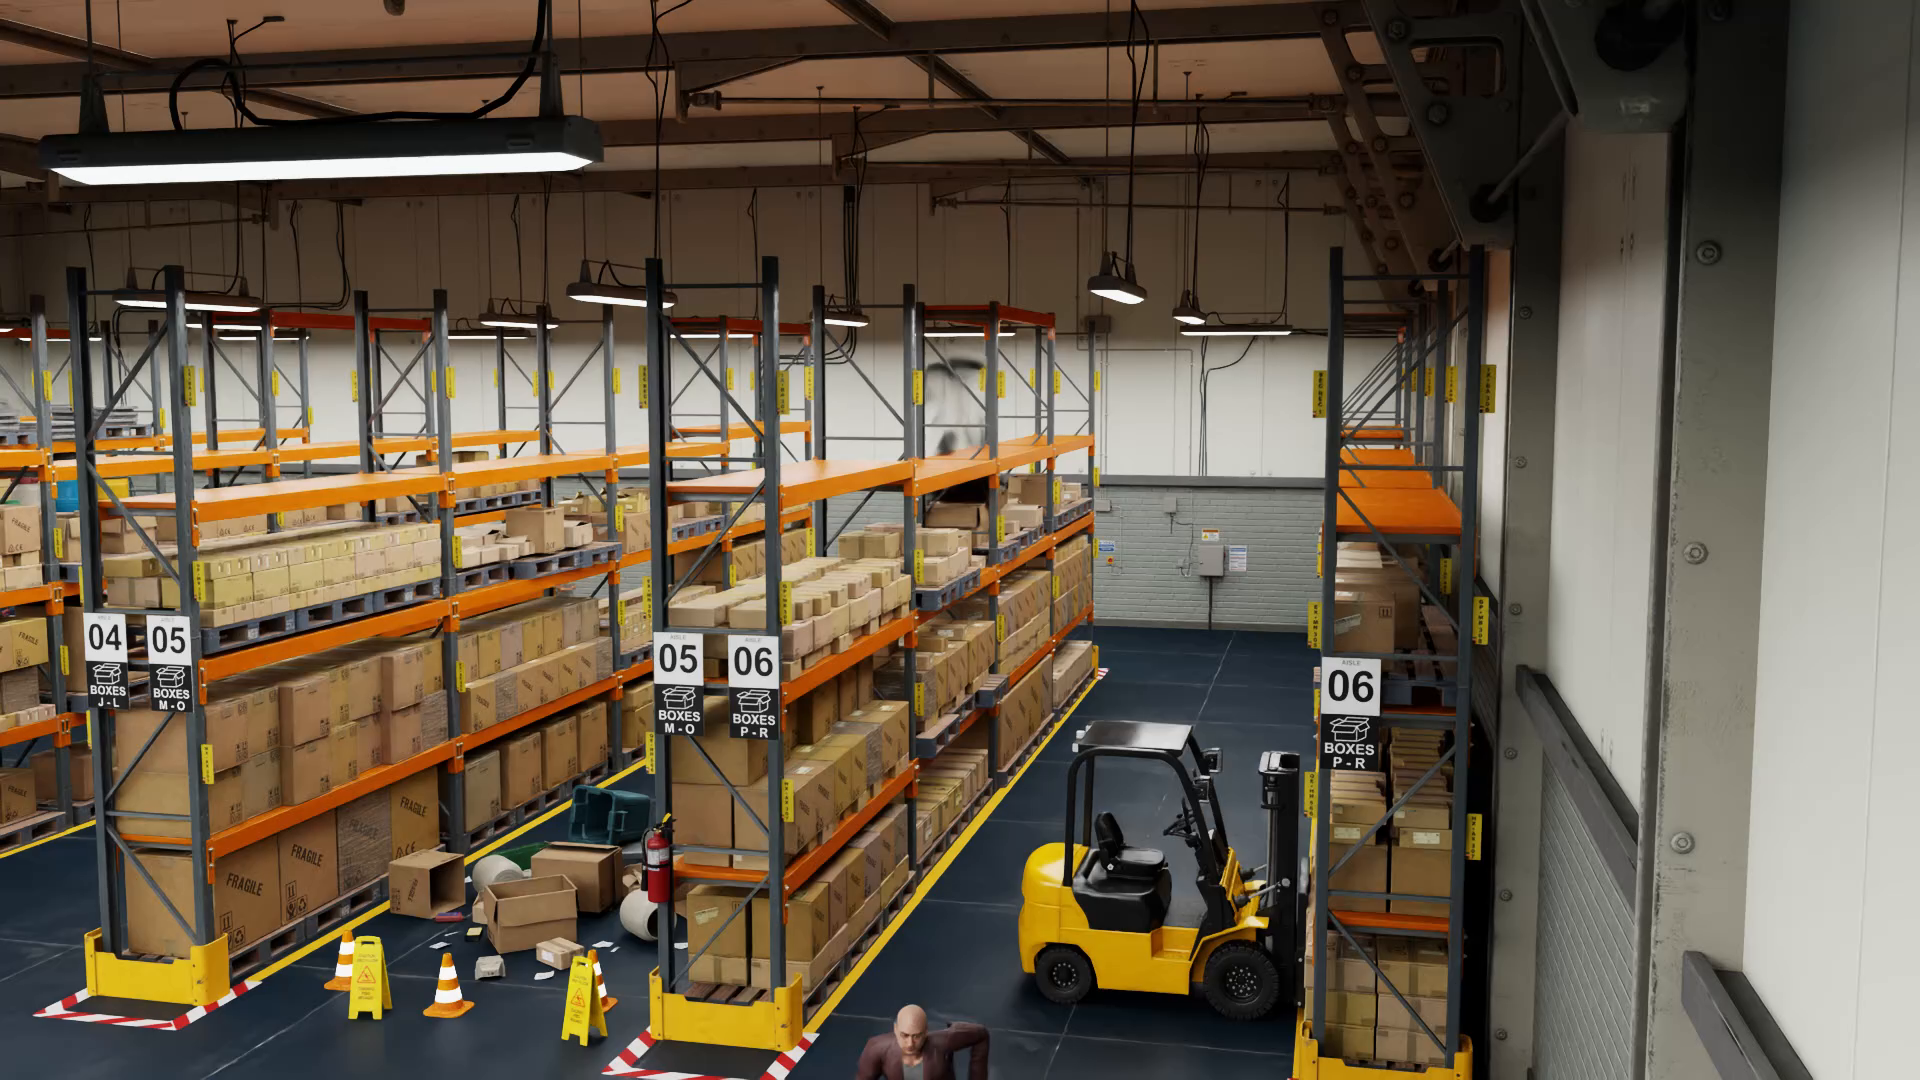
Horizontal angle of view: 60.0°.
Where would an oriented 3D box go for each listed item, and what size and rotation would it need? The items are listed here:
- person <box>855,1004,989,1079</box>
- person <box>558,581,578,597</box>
[{"bbox_3d":[-0.205,3.396,9.586,0.751,1.736,1.070,1,6,7],"label":"person"},{"bbox_3d":[-7.563,1.171,31.646,0.703,1.683,0.670,1,6,14],"label":"person"}]
